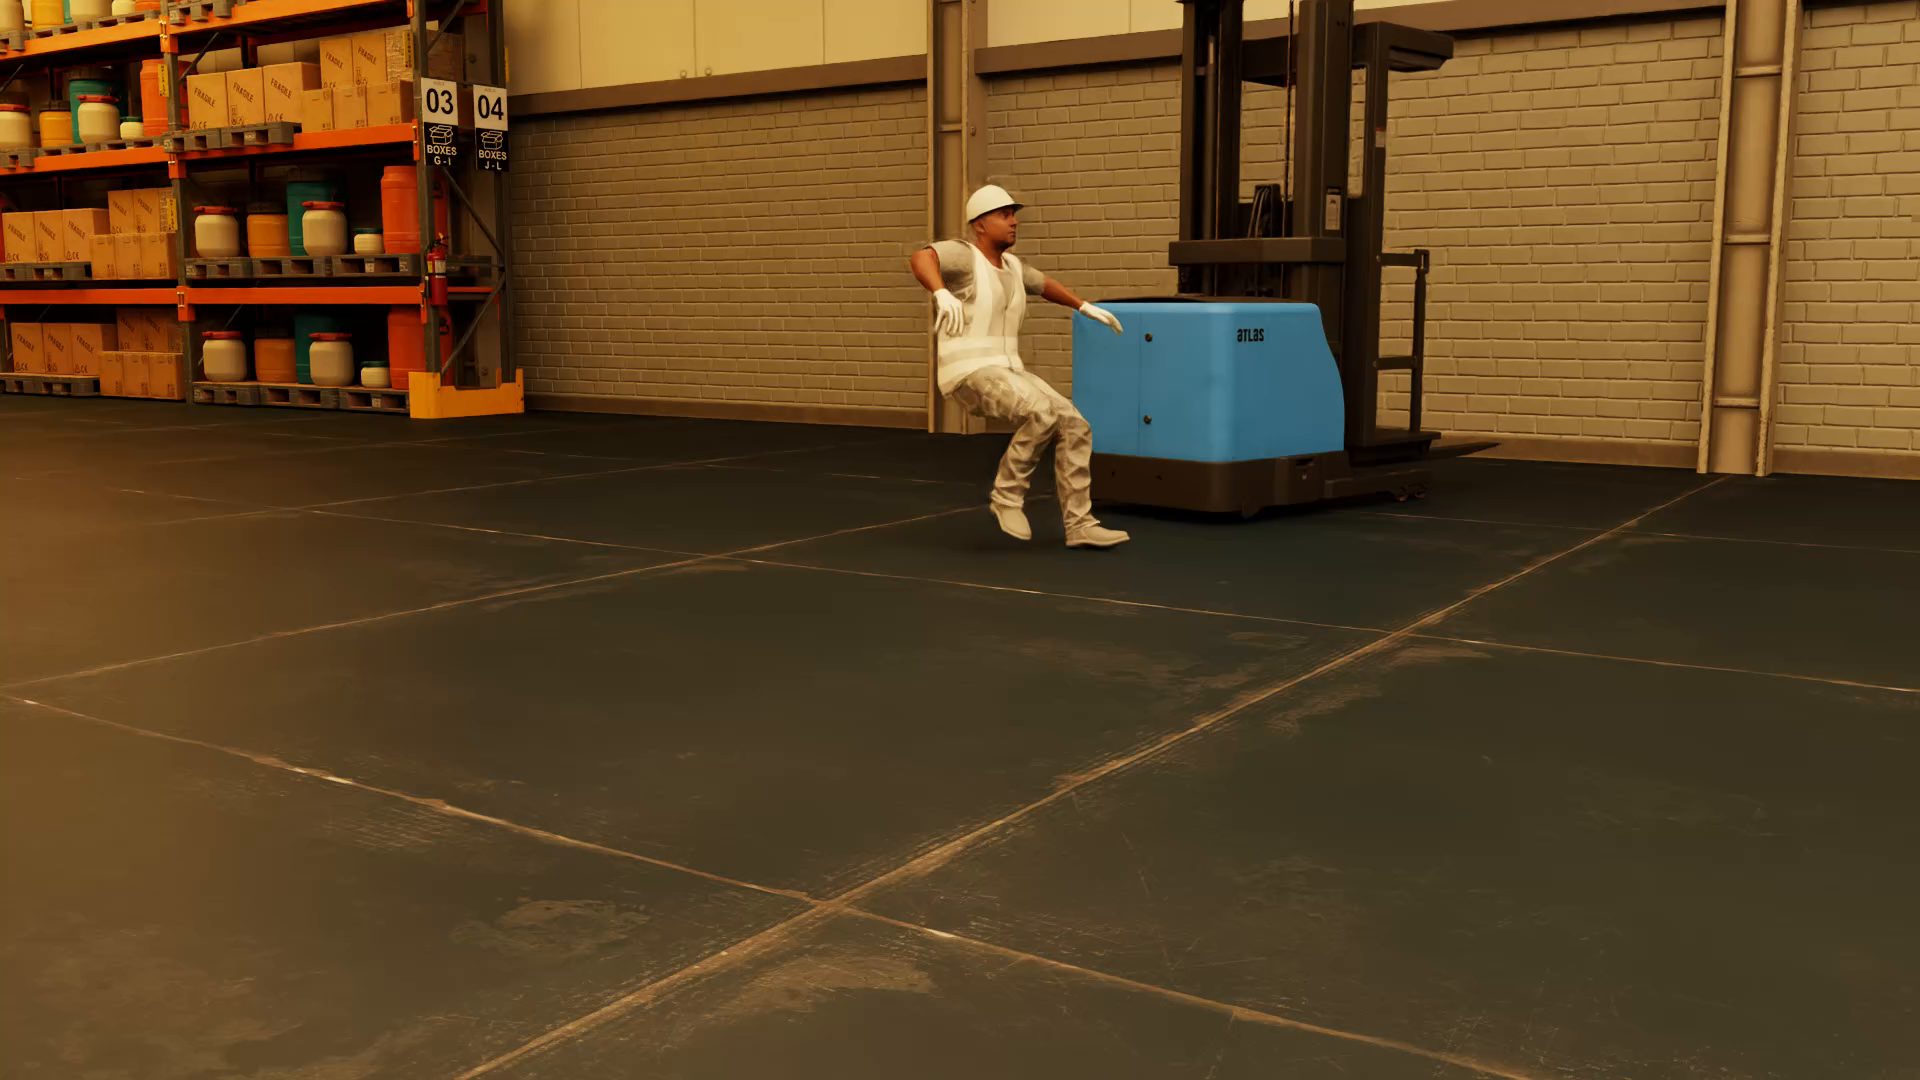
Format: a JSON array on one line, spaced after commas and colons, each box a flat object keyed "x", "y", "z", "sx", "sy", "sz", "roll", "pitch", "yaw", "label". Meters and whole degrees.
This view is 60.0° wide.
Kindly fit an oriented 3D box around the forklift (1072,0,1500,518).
[{"x": 1.980, "y": -1.708, "z": 9.201, "sx": 3.031, "sy": 2.935, "sz": 1.130, "roll": -8, "pitch": 11, "yaw": -43, "label": "forklift"}]

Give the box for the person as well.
[{"x": 0.320, "y": -0.753, "z": 7.293, "sx": 0.857, "sy": 1.593, "sz": 1.234, "roll": 5, "pitch": 10, "yaw": 33, "label": "person"}]
